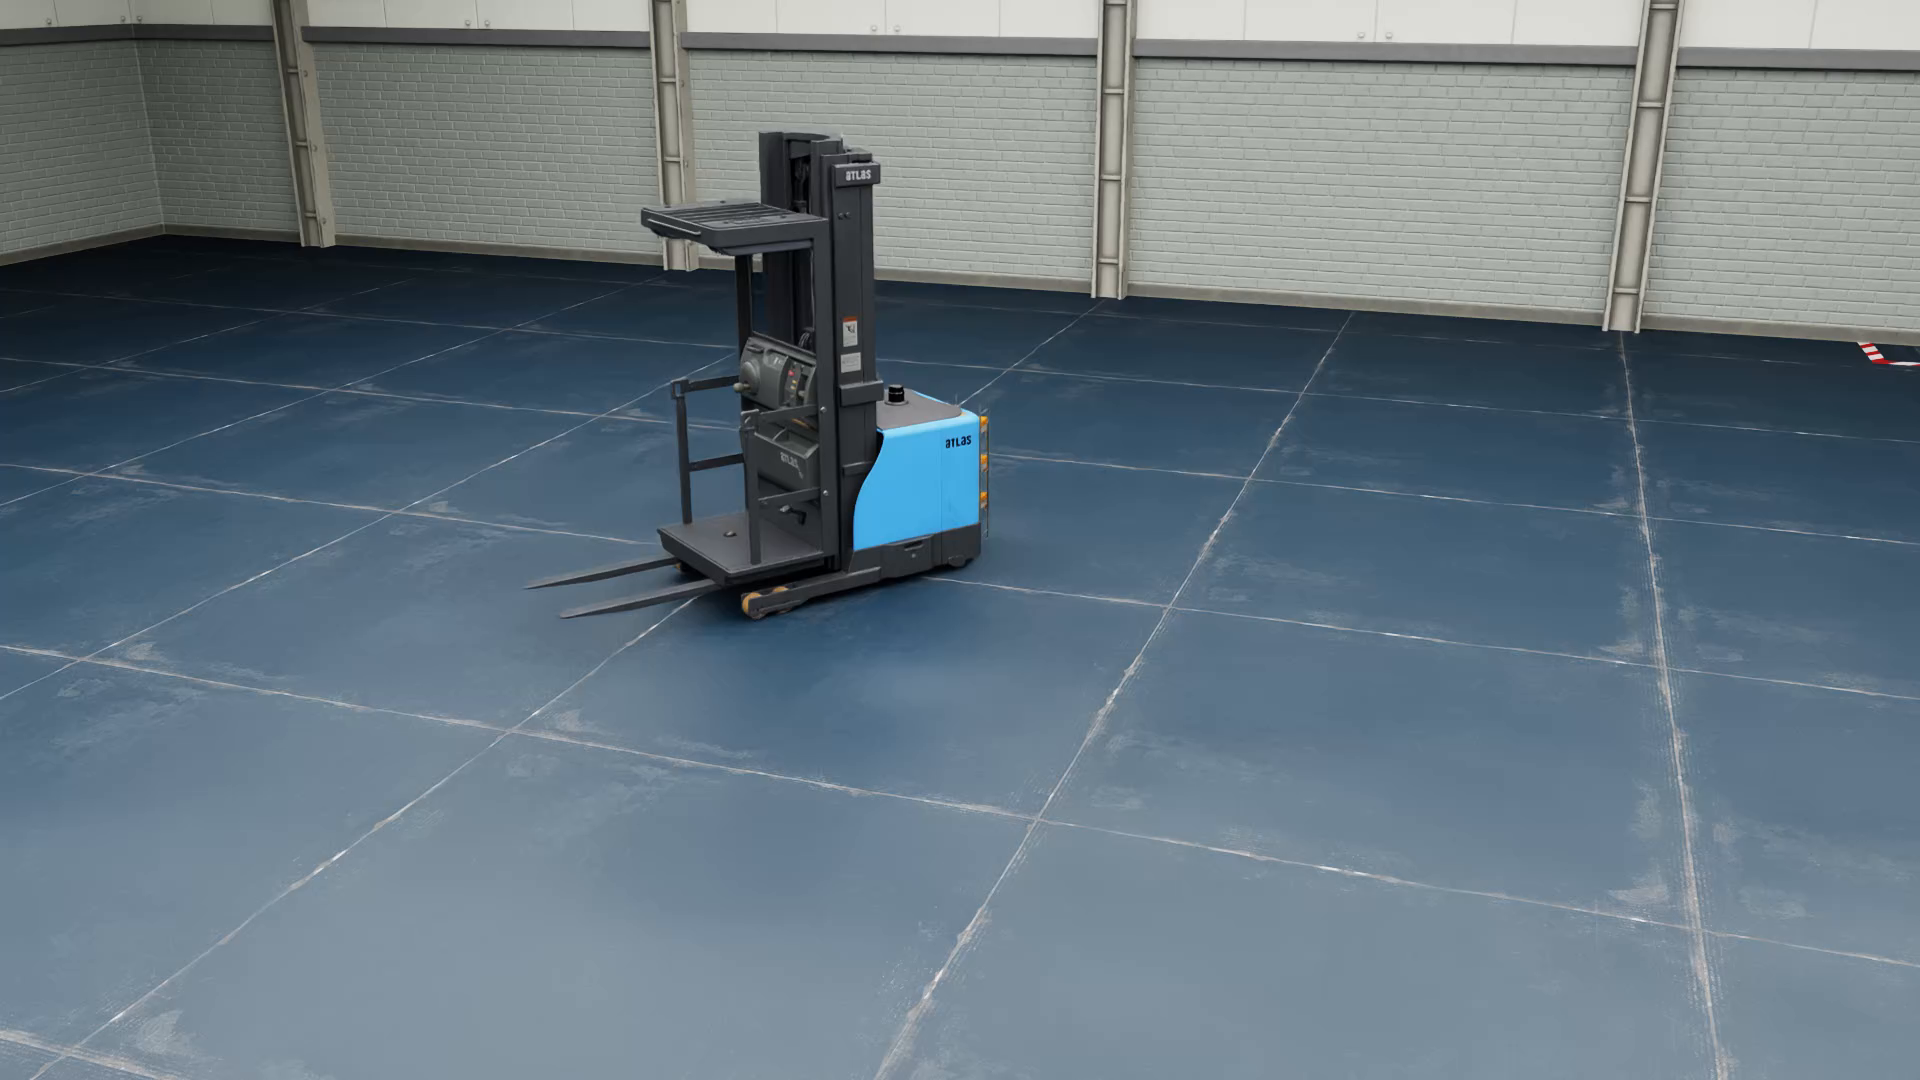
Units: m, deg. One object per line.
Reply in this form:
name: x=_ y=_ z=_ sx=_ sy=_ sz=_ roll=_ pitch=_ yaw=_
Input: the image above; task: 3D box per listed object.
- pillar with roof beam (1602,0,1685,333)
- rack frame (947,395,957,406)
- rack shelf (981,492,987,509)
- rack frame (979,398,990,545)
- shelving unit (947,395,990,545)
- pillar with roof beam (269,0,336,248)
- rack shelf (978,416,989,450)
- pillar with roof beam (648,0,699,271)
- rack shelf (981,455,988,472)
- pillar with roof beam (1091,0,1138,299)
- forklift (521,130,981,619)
pillar with roof beam: x=6.126 y=-5.317 z=13.657 sx=0.400 sy=9.000 sz=9.100 roll=7 pitch=20 yaw=18
rack frame: x=-0.057 y=-0.505 z=11.931 sx=0.008 sy=1.050 sz=0.200 roll=7 pitch=20 yaw=19
rack shelf: x=0.058 y=-0.219 z=11.986 sx=0.240 sy=0.259 sz=0.215 roll=7 pitch=20 yaw=19
rack frame: x=0.172 y=-0.478 z=11.851 sx=0.008 sy=1.050 sz=0.200 roll=7 pitch=20 yaw=19
shelving unit: x=0.058 y=-0.491 z=11.891 sx=0.252 sy=1.050 sz=0.215 roll=7 pitch=20 yaw=19
pillar with roof beam: x=-10.877 y=-7.261 z=19.235 sx=0.400 sy=9.000 sz=9.100 roll=7 pitch=20 yaw=18
rack shelf: x=0.058 y=-0.749 z=11.801 sx=0.240 sy=0.259 sz=0.215 roll=7 pitch=20 yaw=19
pillar with roof beam: x=-5.209 y=-6.613 z=17.376 sx=0.400 sy=9.000 sz=9.100 roll=7 pitch=20 yaw=18
rack shelf: x=0.058 y=-0.481 z=11.894 sx=0.240 sy=0.259 sz=0.215 roll=7 pitch=20 yaw=19
pillar with roof beam: x=0.459 y=-5.965 z=15.517 sx=0.400 sy=9.000 sz=9.100 roll=7 pitch=20 yaw=18
forklift: x=-1.356 y=-1.076 z=10.711 sx=3.031 sy=2.935 sz=1.130 roll=-13 pitch=23 yaw=-32
